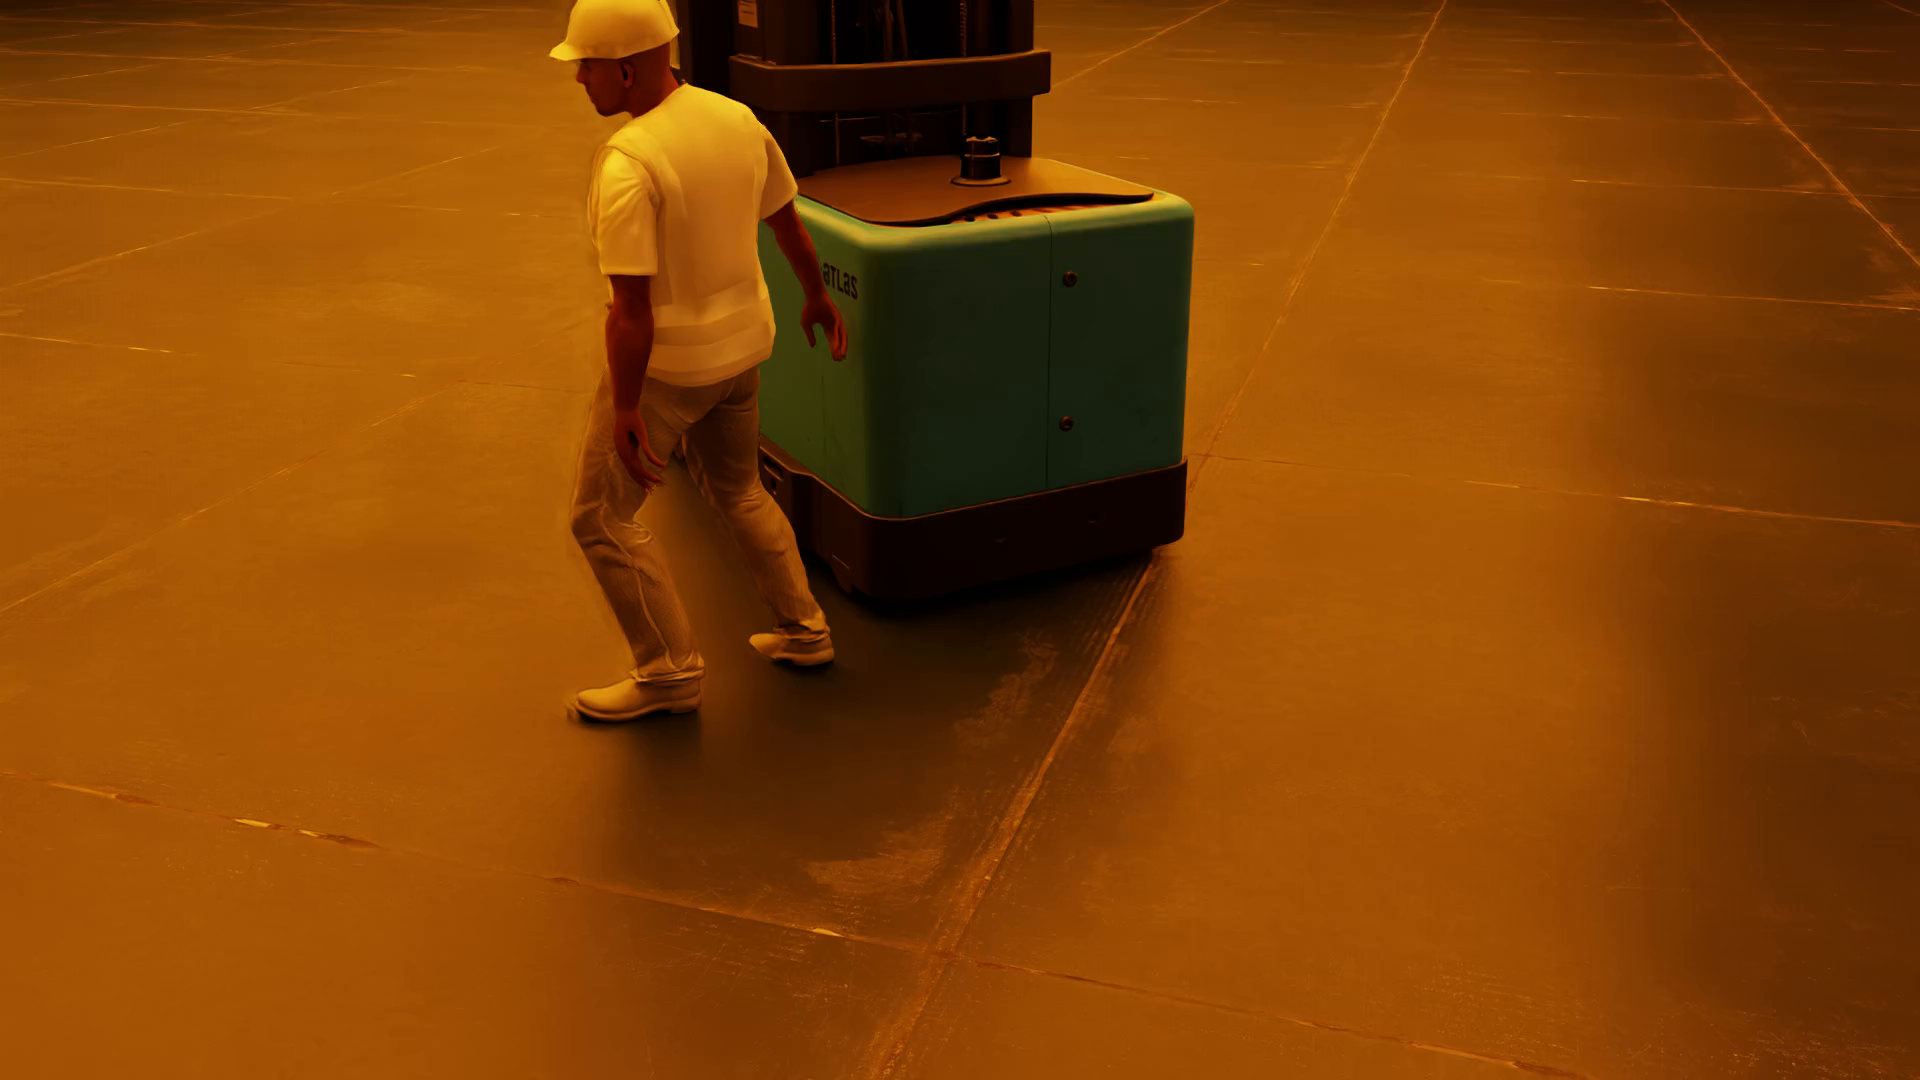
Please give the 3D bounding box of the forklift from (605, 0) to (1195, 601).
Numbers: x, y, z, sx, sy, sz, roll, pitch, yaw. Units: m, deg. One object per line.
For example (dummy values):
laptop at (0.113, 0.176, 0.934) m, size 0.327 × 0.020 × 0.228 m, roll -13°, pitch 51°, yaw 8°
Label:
forklift at (-0.474, -1.709, 5.419) m, size 1.130 × 2.935 × 3.031 m, roll -12°, pitch 25°, yaw -26°

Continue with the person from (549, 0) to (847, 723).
person at (-0.605, -0.450, 4.037) m, size 0.487 × 1.740 × 0.879 m, roll 14°, pitch 26°, yaw 30°
